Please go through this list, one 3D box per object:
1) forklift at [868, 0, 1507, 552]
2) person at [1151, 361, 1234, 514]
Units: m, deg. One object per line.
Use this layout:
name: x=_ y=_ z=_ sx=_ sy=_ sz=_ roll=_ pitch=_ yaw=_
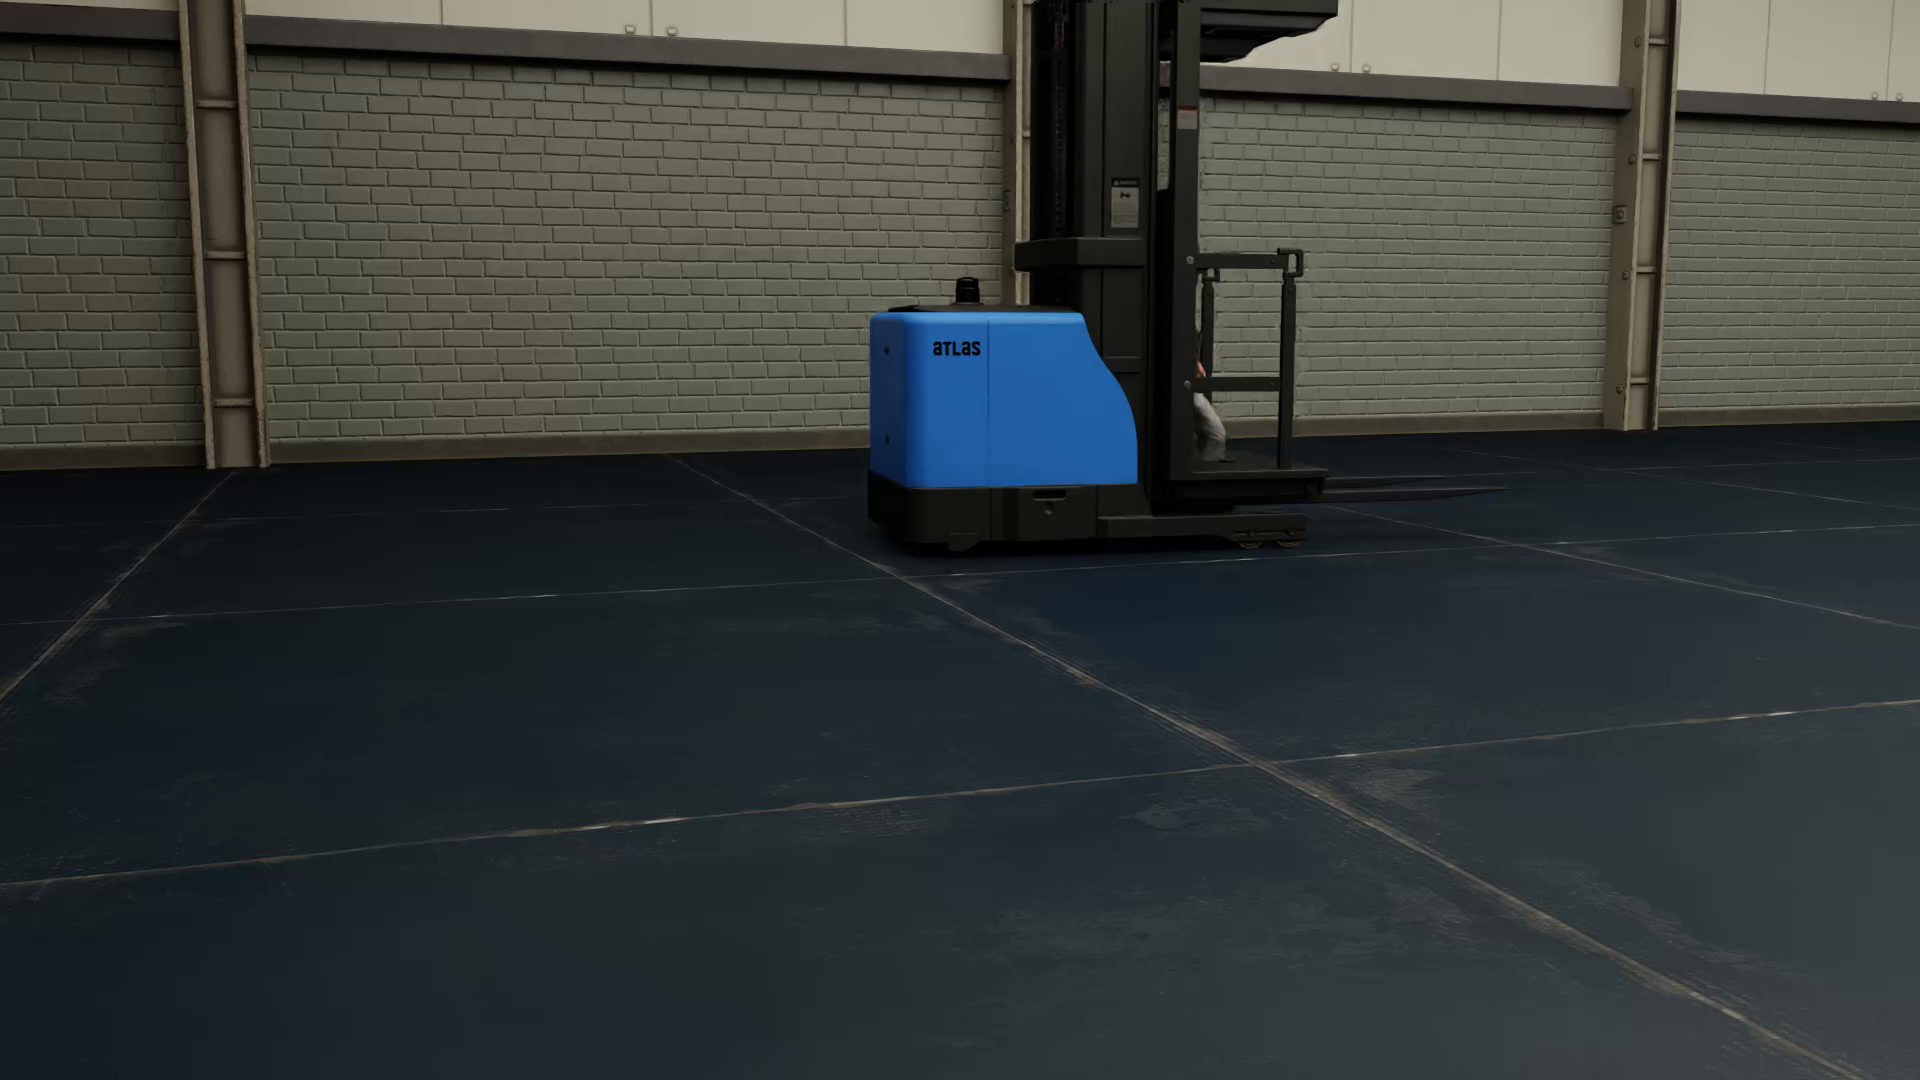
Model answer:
forklift: x=1.121 y=-1.478 z=7.918 sx=3.031 sy=2.935 sz=1.130 roll=-2 pitch=8 yaw=-13
person: x=1.046 y=-0.756 z=8.008 sx=0.569 sy=1.557 sz=0.731 roll=5 pitch=9 yaw=34
